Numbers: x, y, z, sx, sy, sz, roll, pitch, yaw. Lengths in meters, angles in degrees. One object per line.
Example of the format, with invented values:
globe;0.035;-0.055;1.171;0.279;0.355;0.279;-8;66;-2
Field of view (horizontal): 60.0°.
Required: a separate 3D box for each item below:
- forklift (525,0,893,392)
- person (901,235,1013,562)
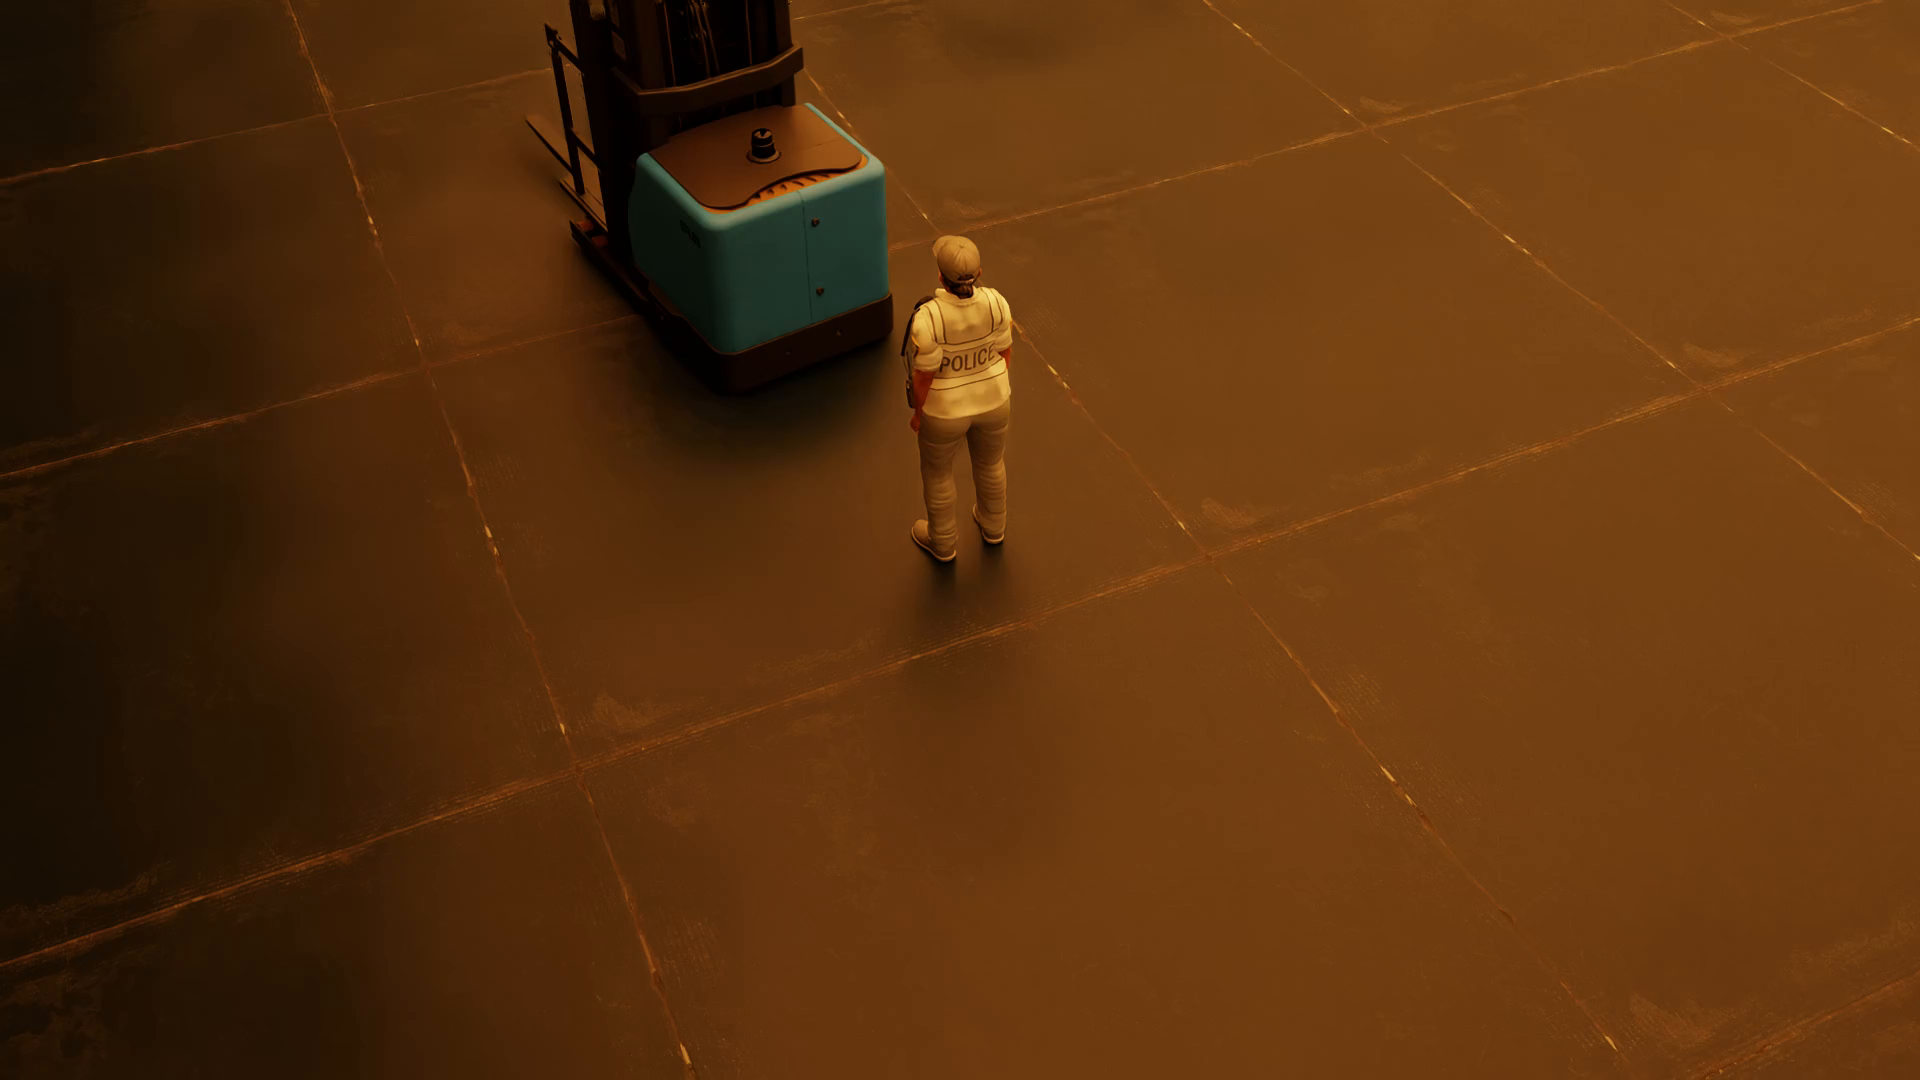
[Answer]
forklift;-1.589;-2.809;8.690;1.130;2.935;3.031;-24;48;-24
person;0.003;-0.610;7.267;0.483;1.668;0.394;-18;46;-18
